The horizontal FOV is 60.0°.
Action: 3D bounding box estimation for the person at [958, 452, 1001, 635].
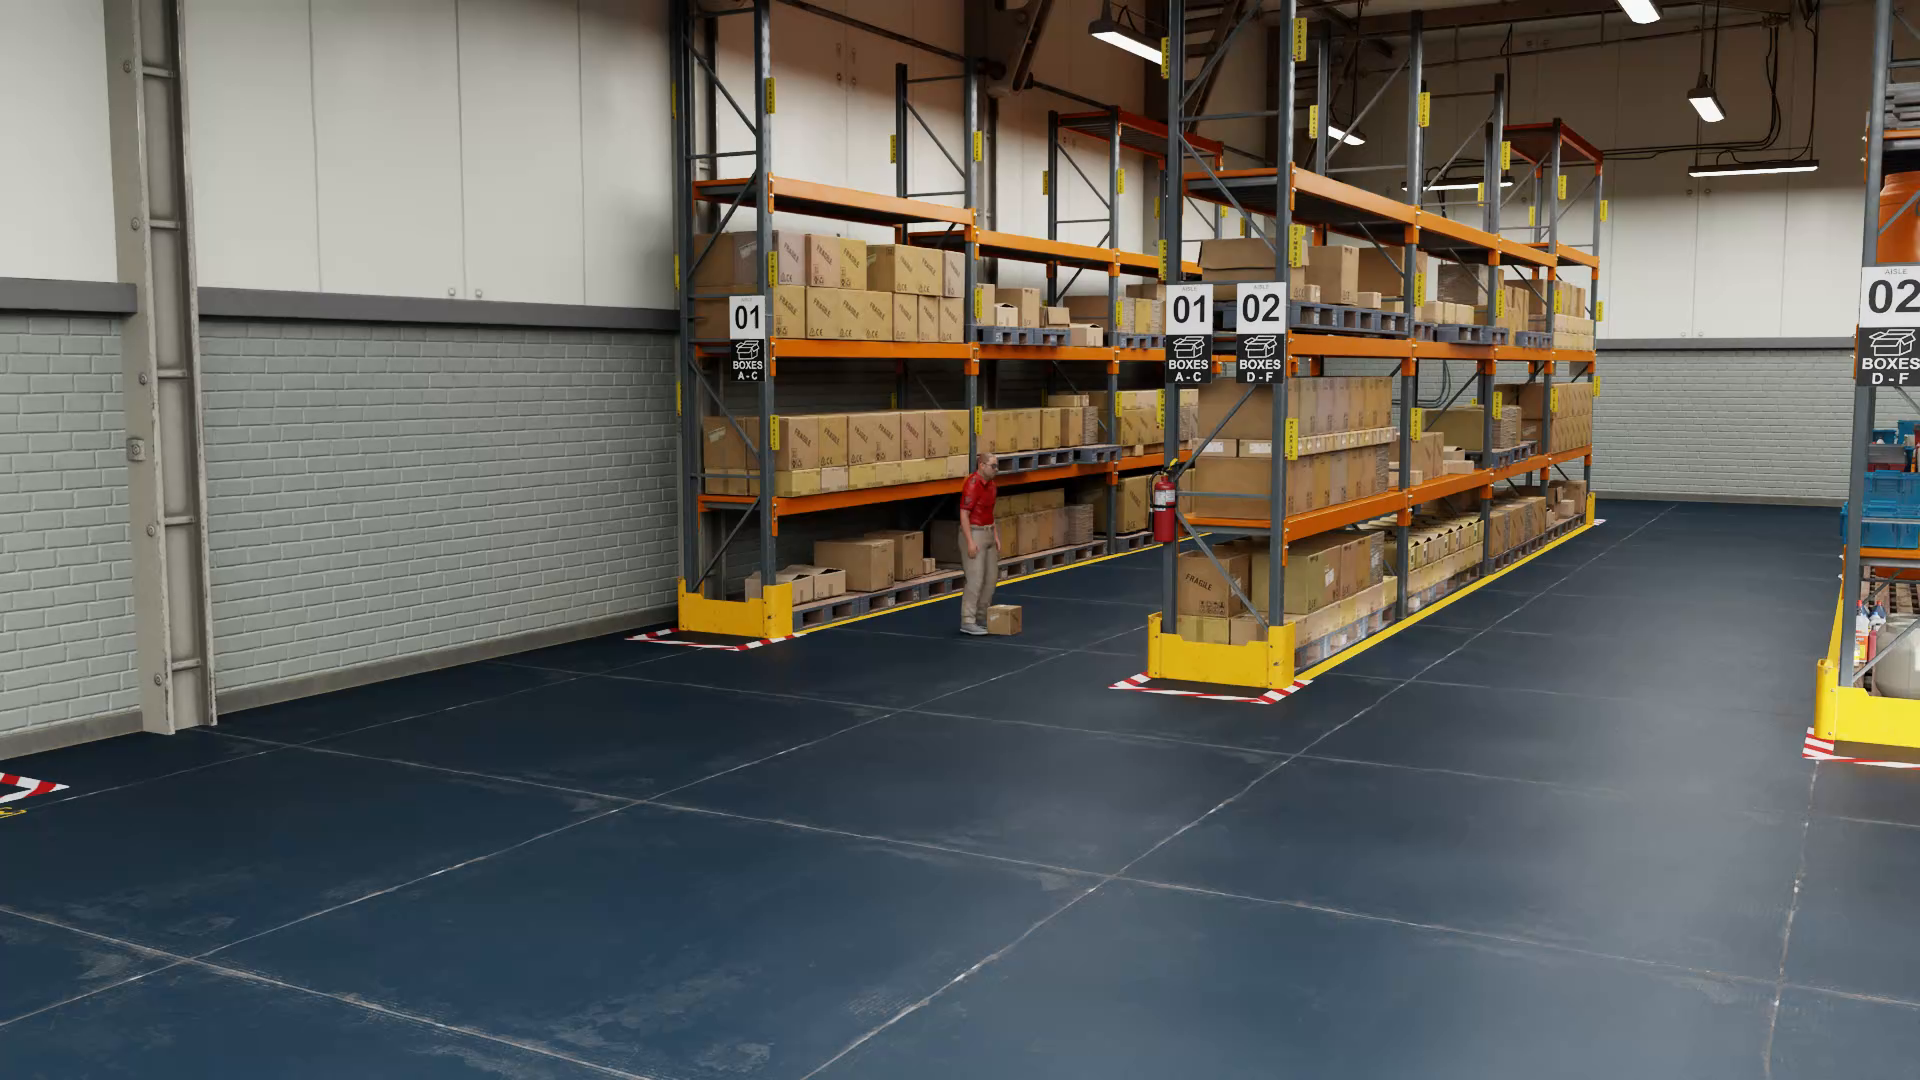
[{"bbox_3d":[0.201,0.019,16.008,0.392,1.727,0.585,3,7,29],"label":"person"}]
